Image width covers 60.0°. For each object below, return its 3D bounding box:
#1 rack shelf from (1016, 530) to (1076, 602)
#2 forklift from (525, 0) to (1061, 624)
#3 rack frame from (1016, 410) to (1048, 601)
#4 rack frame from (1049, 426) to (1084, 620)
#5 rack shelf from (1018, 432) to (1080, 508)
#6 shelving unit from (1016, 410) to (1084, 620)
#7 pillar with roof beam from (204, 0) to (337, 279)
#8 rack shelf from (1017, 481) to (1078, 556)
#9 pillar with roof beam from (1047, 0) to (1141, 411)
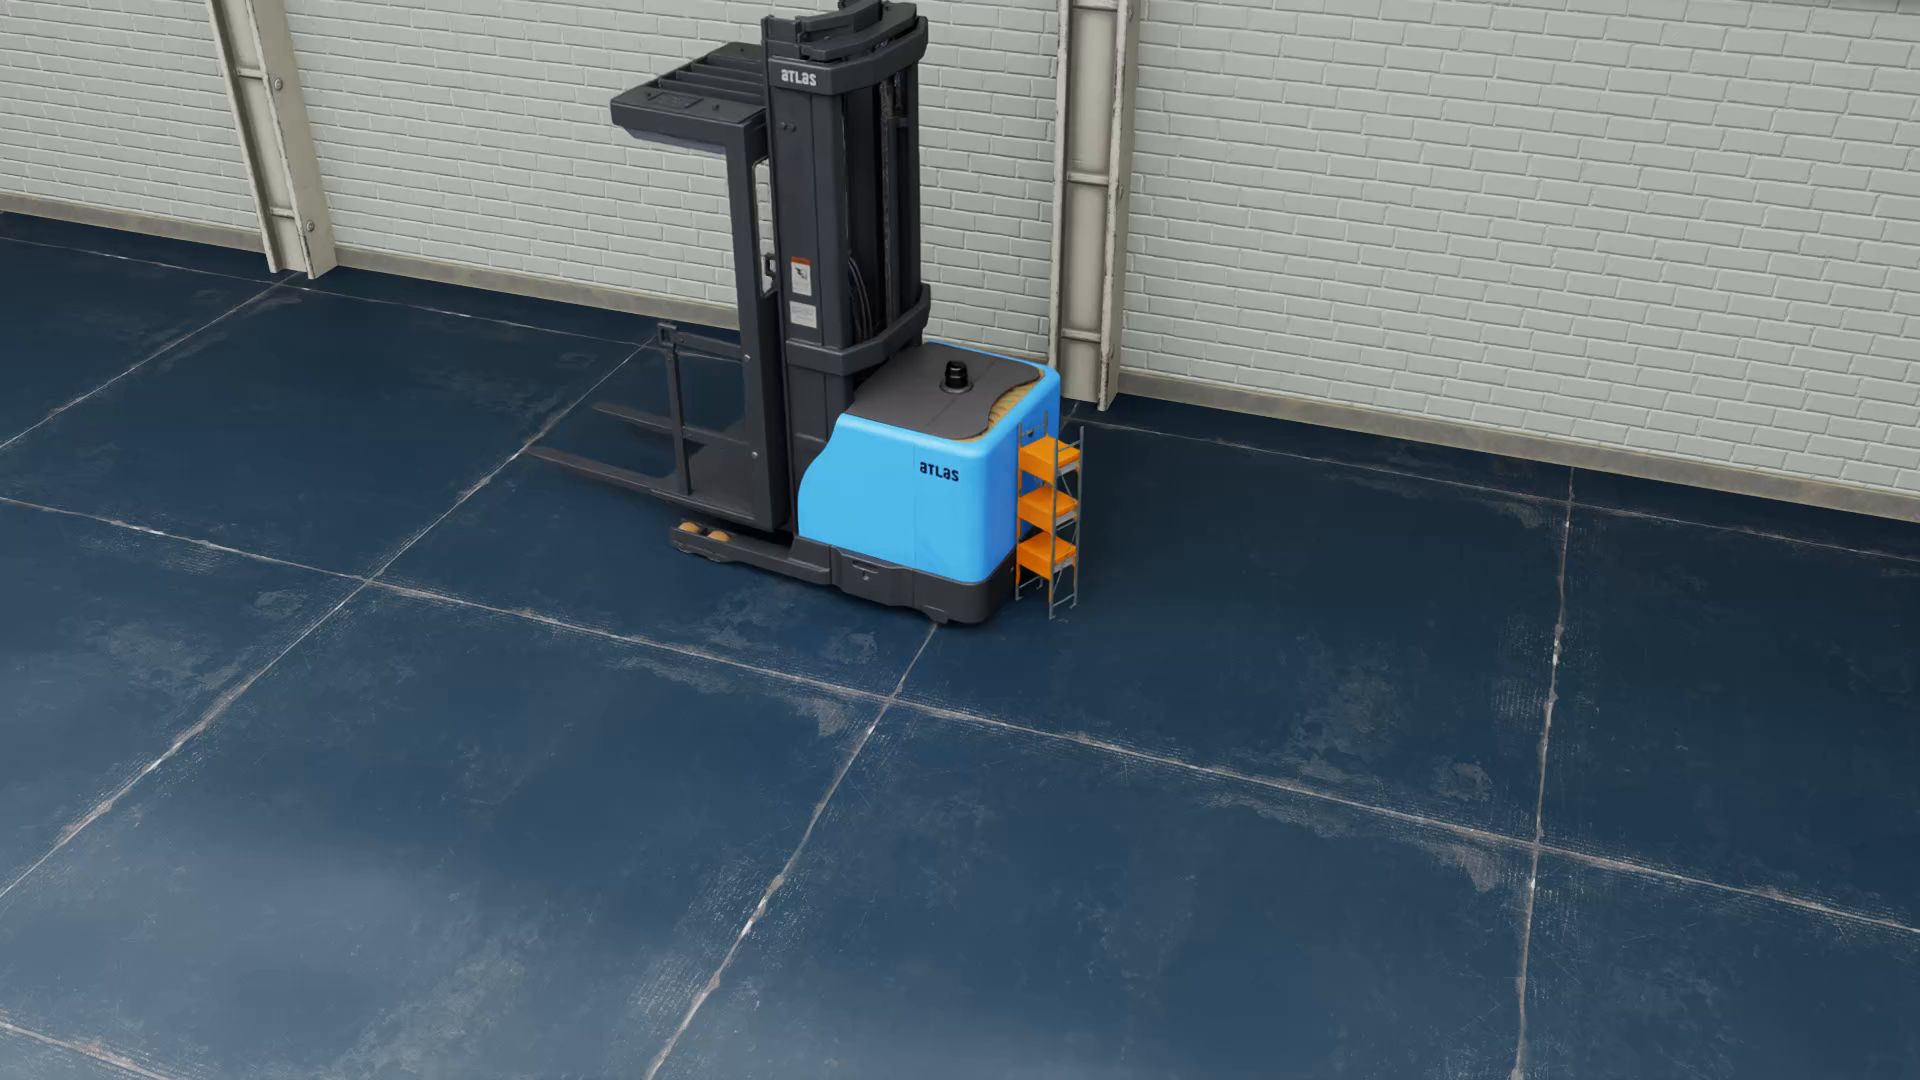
[{"bbox_3d":[0.450,0.126,8.581,0.215,0.259,0.240,-27,41,-36],"label":"rack shelf"},{"bbox_3d":[-1.015,-1.351,8.608,3.031,2.935,1.130,15,36,22],"label":"forklift"},{"bbox_3d":[0.364,-0.165,8.504,0.200,1.050,0.008,-27,41,-36],"label":"rack frame"},{"bbox_3d":[0.533,-0.073,8.354,0.200,1.050,0.008,-27,41,-36],"label":"rack frame"},{"bbox_3d":[0.448,-0.351,8.285,0.215,0.259,0.240,-27,41,-36],"label":"rack shelf"},{"bbox_3d":[0.449,-0.119,8.429,0.215,1.050,0.252,-27,41,-36],"label":"shelving unit"},{"bbox_3d":[-6.316,-3.606,6.507,0.400,9.000,9.100,11,34,16],"label":"pillar with roof beam"},{"bbox_3d":[0.449,-0.110,8.434,0.215,0.259,0.240,-27,41,-36],"label":"rack shelf"},{"bbox_3d":[-0.668,-2.508,4.806,0.400,9.000,9.100,11,34,16],"label":"pillar with roof beam"}]
